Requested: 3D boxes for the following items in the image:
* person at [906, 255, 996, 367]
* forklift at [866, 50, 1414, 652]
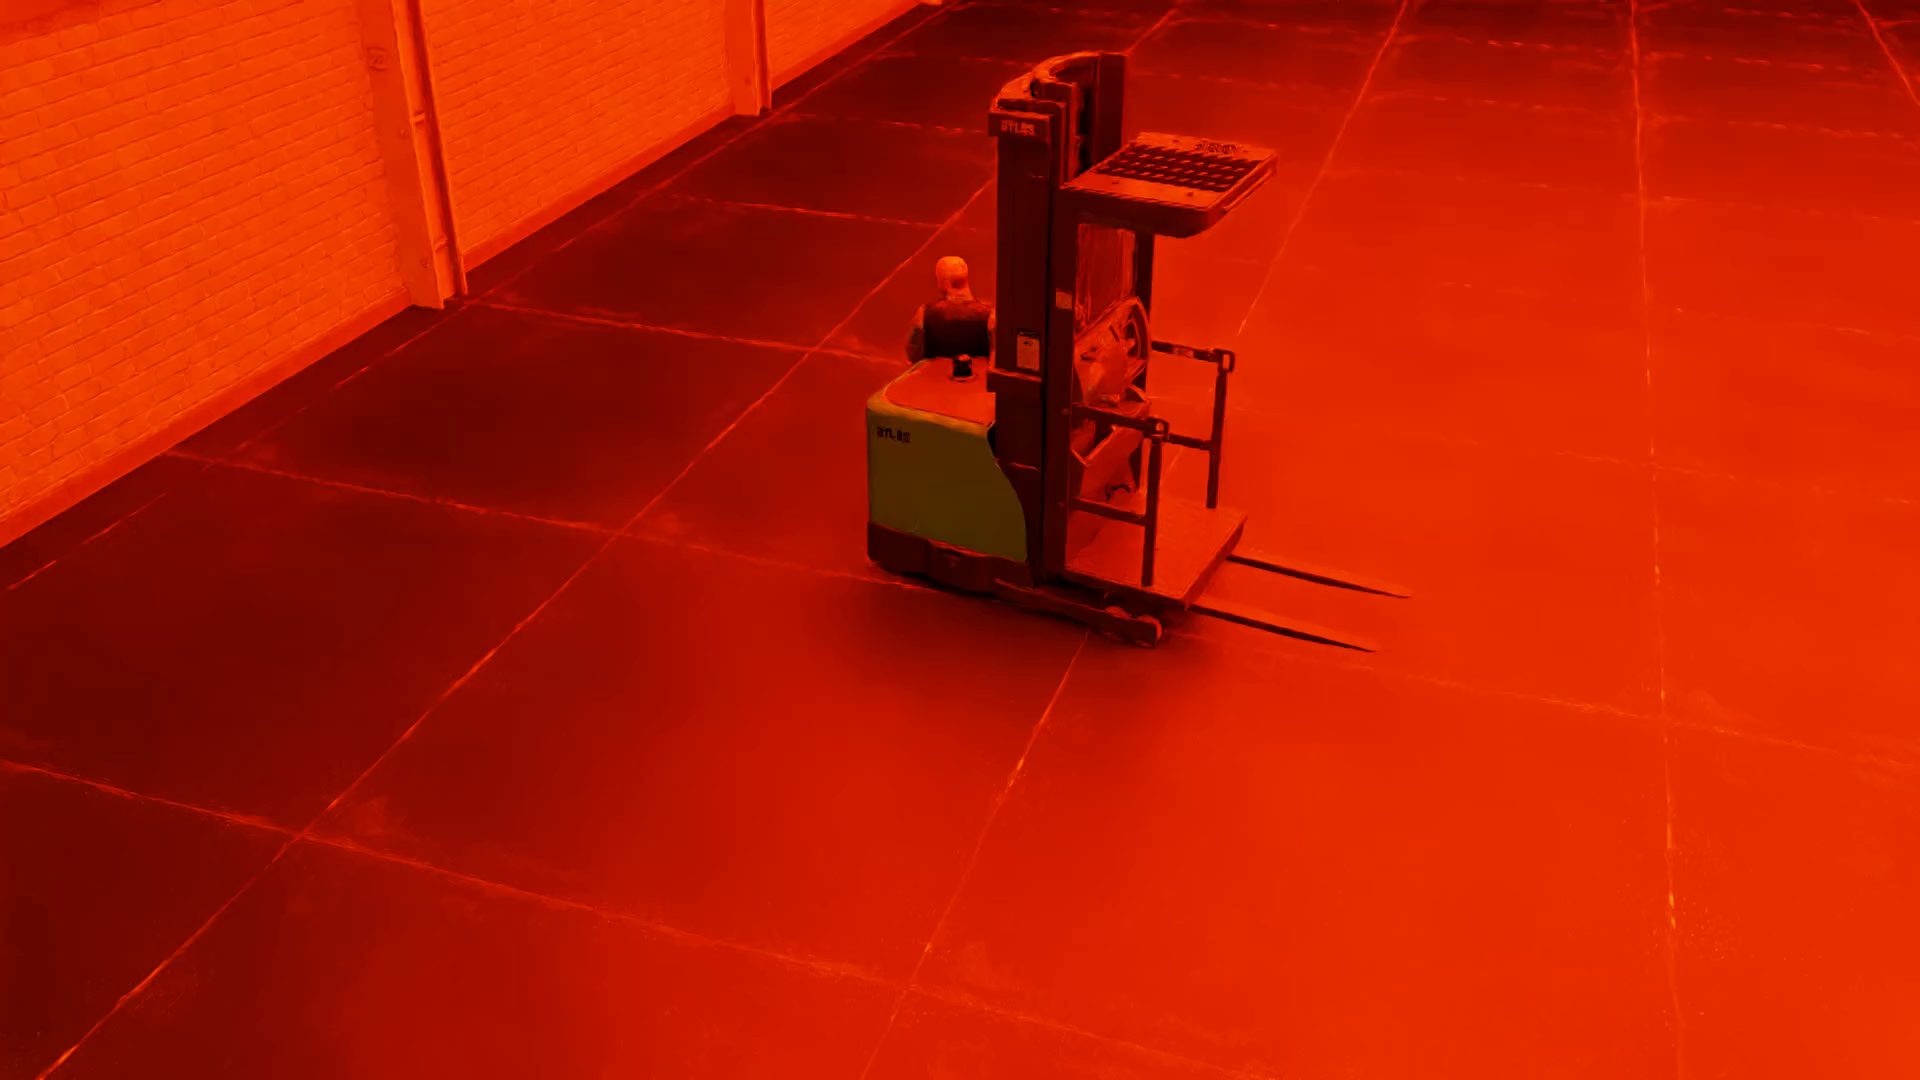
[{"bbox_3d":[0.018,-0.956,10.094,0.685,1.666,0.903,-1,30,-2],"label":"person"},{"bbox_3d":[1.002,-0.996,8.883,3.031,2.935,1.130,15,33,24],"label":"forklift"}]
